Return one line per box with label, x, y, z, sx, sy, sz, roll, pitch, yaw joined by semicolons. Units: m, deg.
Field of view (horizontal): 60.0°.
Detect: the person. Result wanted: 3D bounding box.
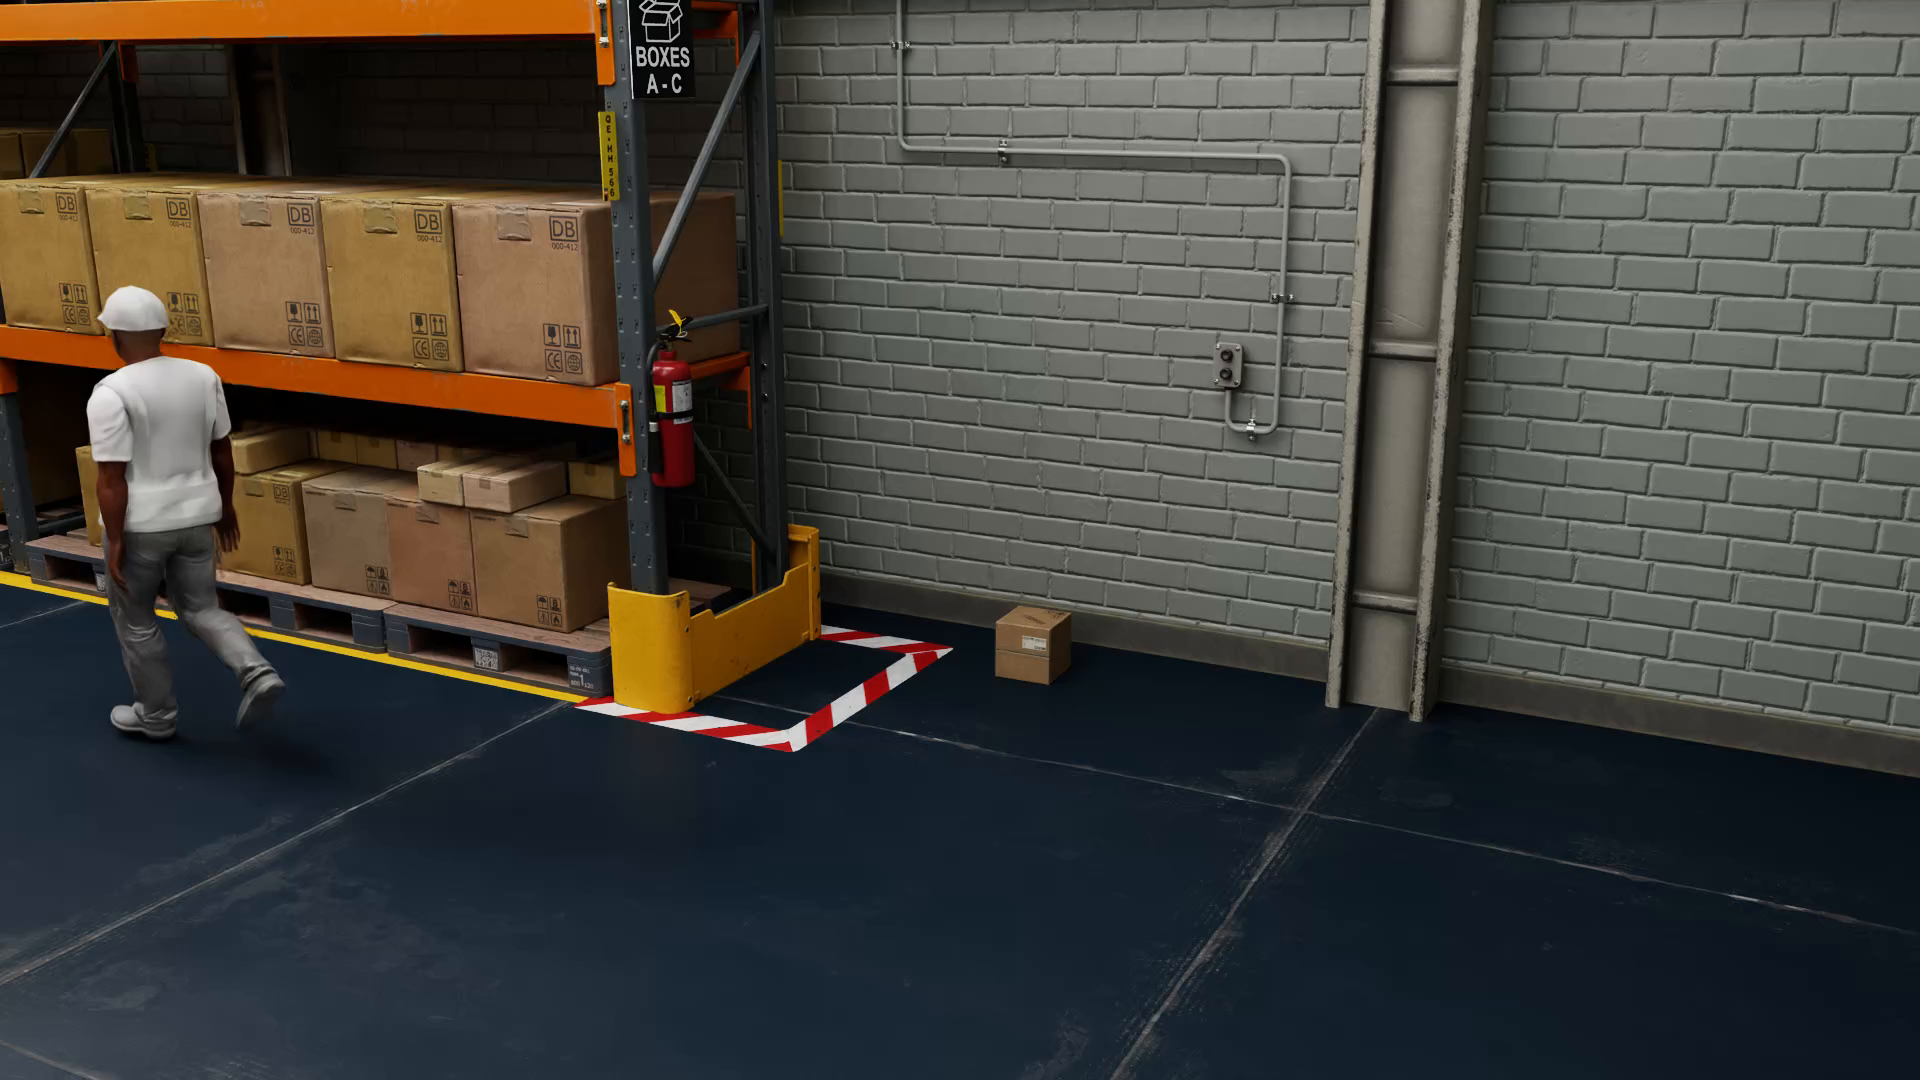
person;-2.925;-0.072;6.213;0.842;1.741;0.596;9;18;29
